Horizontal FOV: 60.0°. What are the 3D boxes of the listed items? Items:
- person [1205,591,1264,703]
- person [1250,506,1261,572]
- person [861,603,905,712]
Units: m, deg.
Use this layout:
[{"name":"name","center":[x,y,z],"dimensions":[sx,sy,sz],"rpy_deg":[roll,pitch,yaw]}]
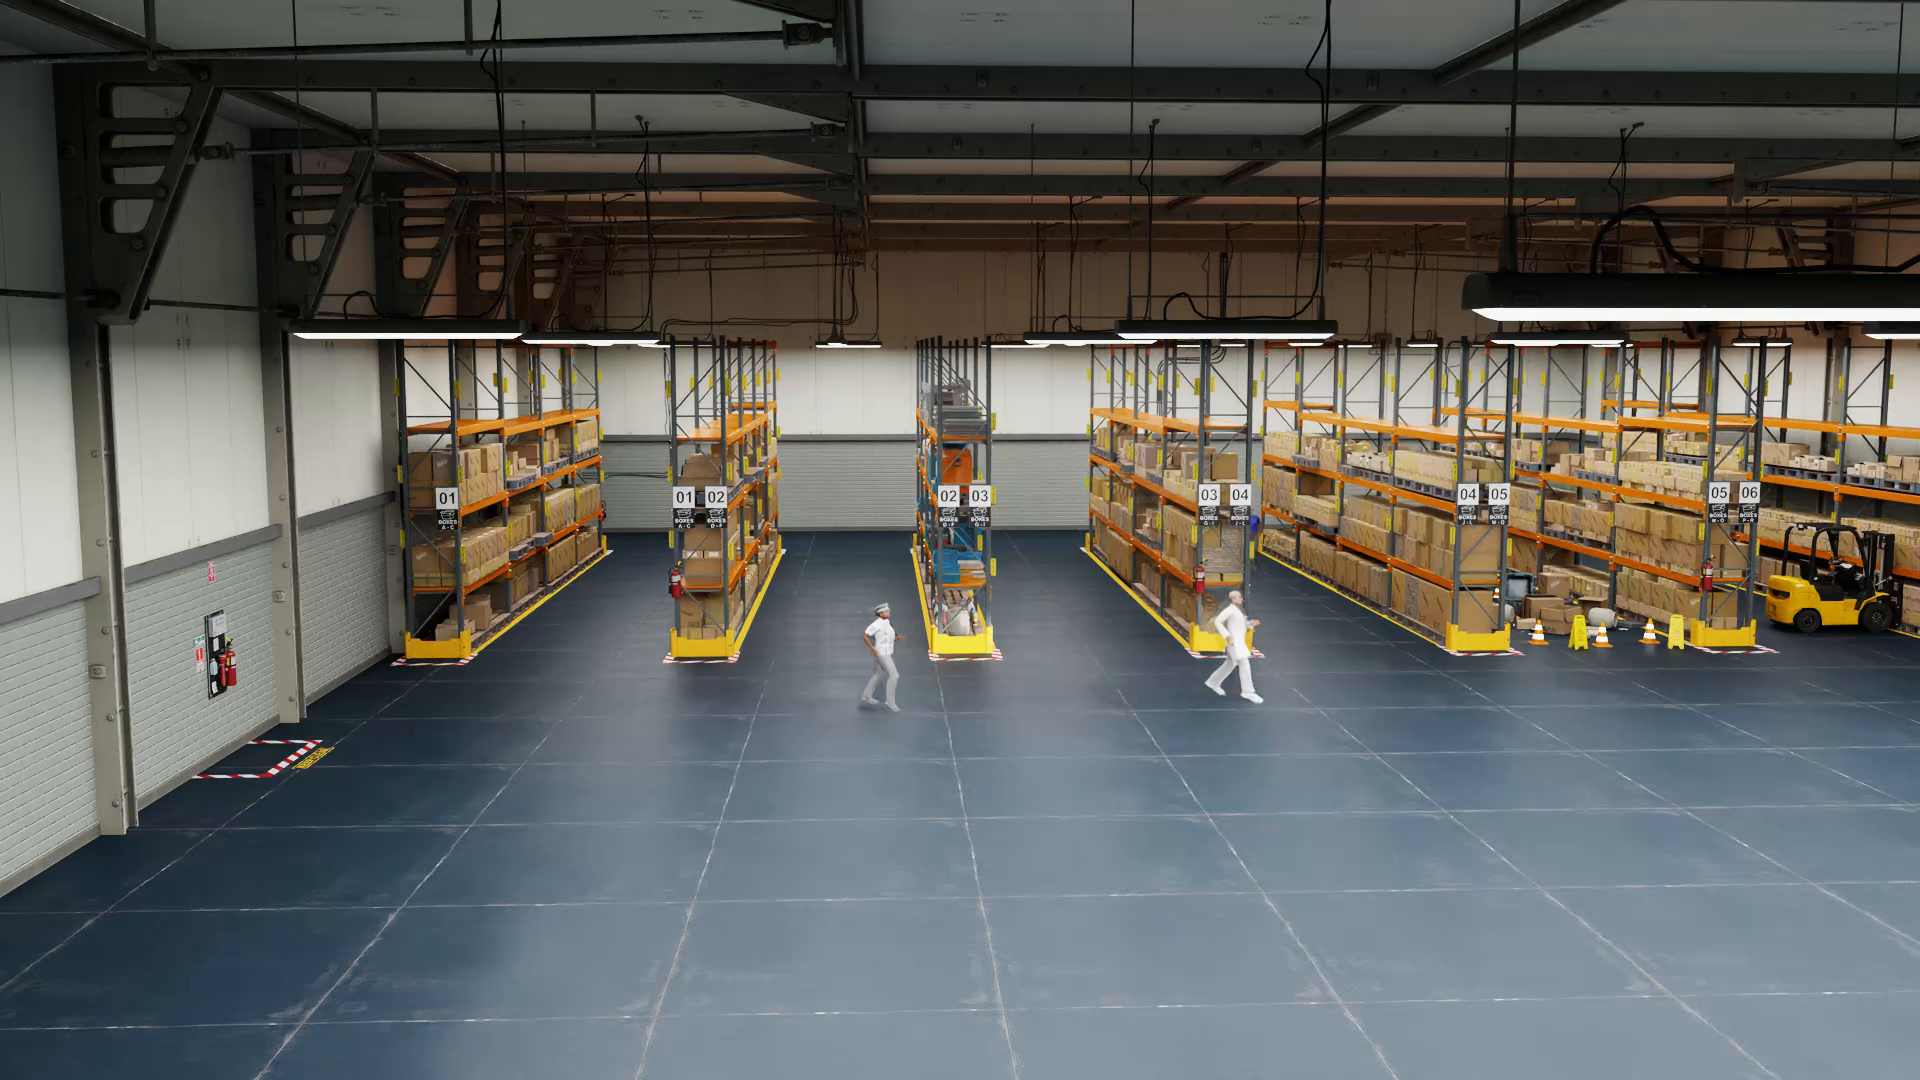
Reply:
[{"name":"person","center":[4.507,1.726,27.254],"dimensions":[1.006,1.802,0.689],"rpy_deg":[2,7,21]},{"name":"person","center":[7.630,0.006,43.640],"dimensions":[0.581,1.609,0.841],"rpy_deg":[0,6,2]},{"name":"person","center":[-1.232,1.870,26.598],"dimensions":[0.747,1.758,0.543],"rpy_deg":[1,7,13]}]
